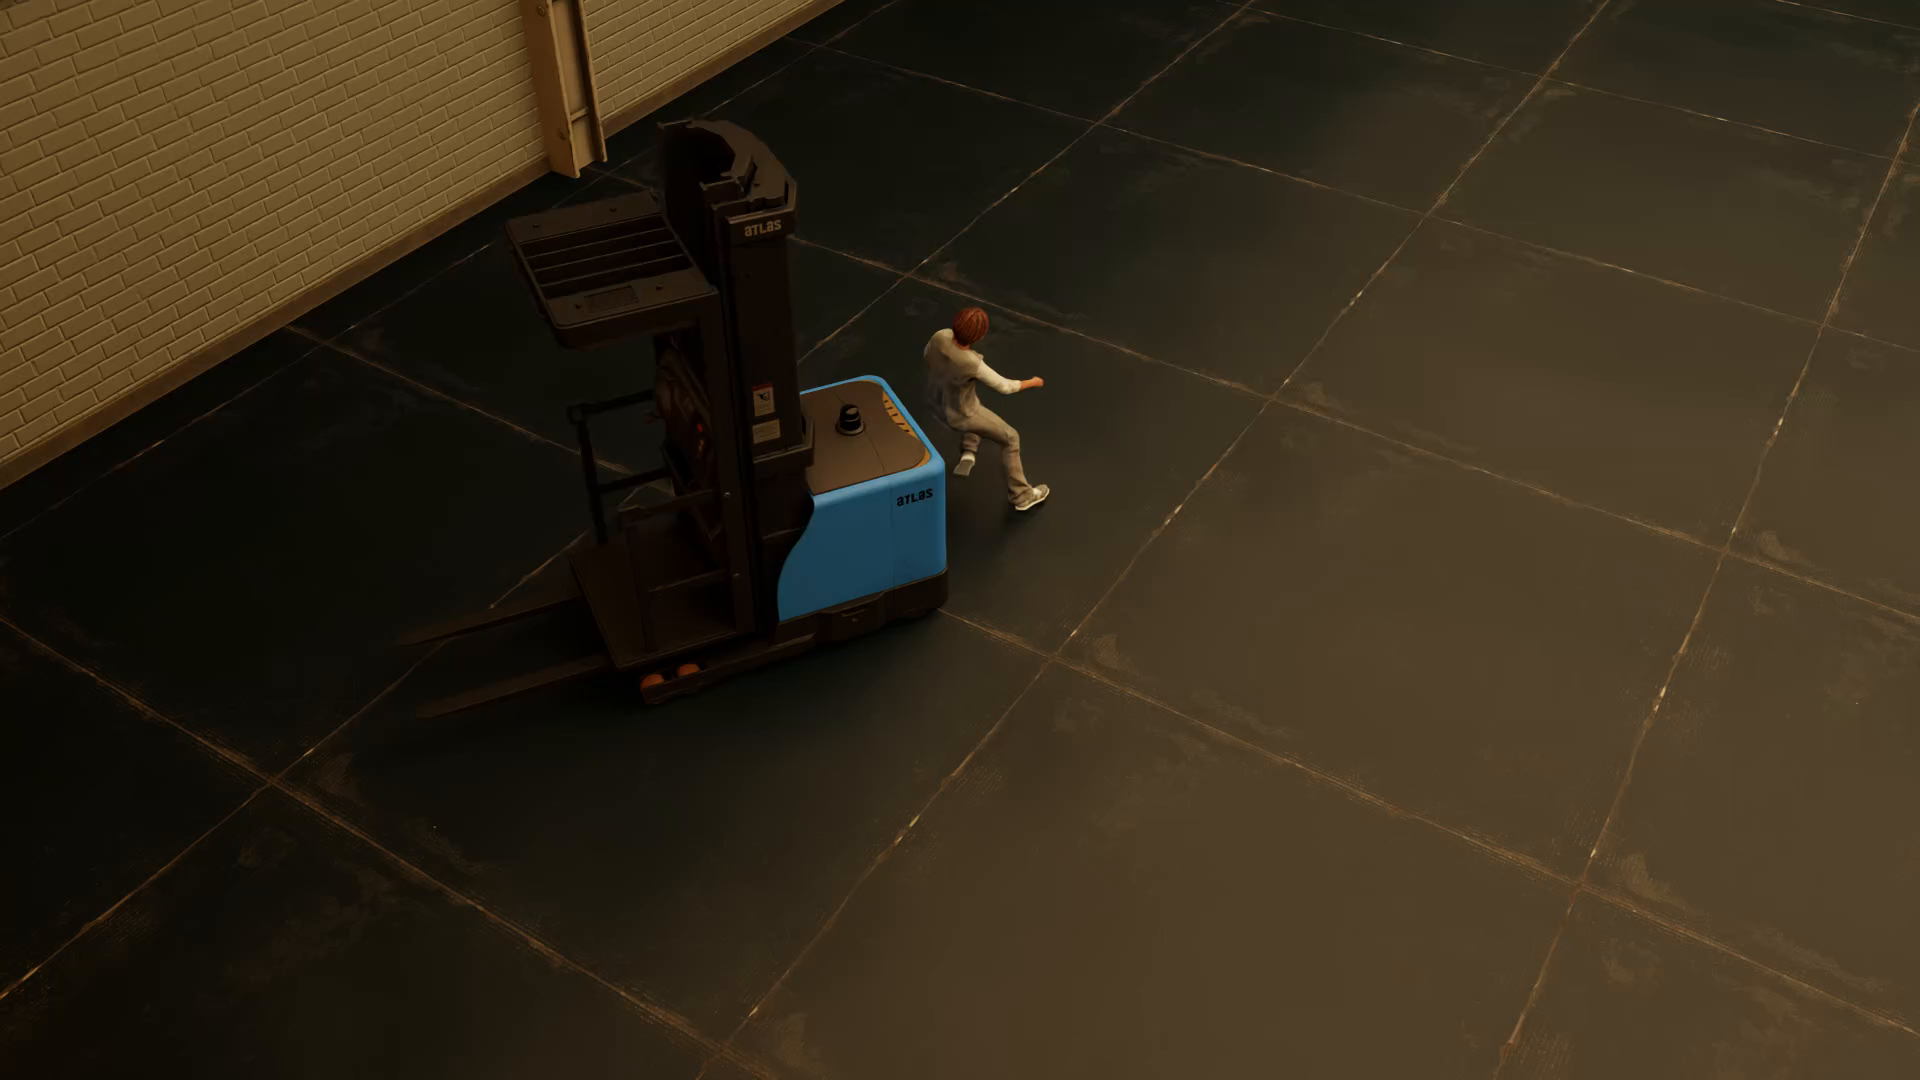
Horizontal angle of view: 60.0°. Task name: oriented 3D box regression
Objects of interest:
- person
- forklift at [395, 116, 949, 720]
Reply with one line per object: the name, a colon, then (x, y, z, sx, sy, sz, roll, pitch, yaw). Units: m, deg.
person: (0.160, -0.864, 10.146, 0.655, 1.416, 0.687, -30, 49, -31)
forklift: (-1.626, -0.606, 8.682, 3.031, 2.935, 1.130, -16, 43, -19)
